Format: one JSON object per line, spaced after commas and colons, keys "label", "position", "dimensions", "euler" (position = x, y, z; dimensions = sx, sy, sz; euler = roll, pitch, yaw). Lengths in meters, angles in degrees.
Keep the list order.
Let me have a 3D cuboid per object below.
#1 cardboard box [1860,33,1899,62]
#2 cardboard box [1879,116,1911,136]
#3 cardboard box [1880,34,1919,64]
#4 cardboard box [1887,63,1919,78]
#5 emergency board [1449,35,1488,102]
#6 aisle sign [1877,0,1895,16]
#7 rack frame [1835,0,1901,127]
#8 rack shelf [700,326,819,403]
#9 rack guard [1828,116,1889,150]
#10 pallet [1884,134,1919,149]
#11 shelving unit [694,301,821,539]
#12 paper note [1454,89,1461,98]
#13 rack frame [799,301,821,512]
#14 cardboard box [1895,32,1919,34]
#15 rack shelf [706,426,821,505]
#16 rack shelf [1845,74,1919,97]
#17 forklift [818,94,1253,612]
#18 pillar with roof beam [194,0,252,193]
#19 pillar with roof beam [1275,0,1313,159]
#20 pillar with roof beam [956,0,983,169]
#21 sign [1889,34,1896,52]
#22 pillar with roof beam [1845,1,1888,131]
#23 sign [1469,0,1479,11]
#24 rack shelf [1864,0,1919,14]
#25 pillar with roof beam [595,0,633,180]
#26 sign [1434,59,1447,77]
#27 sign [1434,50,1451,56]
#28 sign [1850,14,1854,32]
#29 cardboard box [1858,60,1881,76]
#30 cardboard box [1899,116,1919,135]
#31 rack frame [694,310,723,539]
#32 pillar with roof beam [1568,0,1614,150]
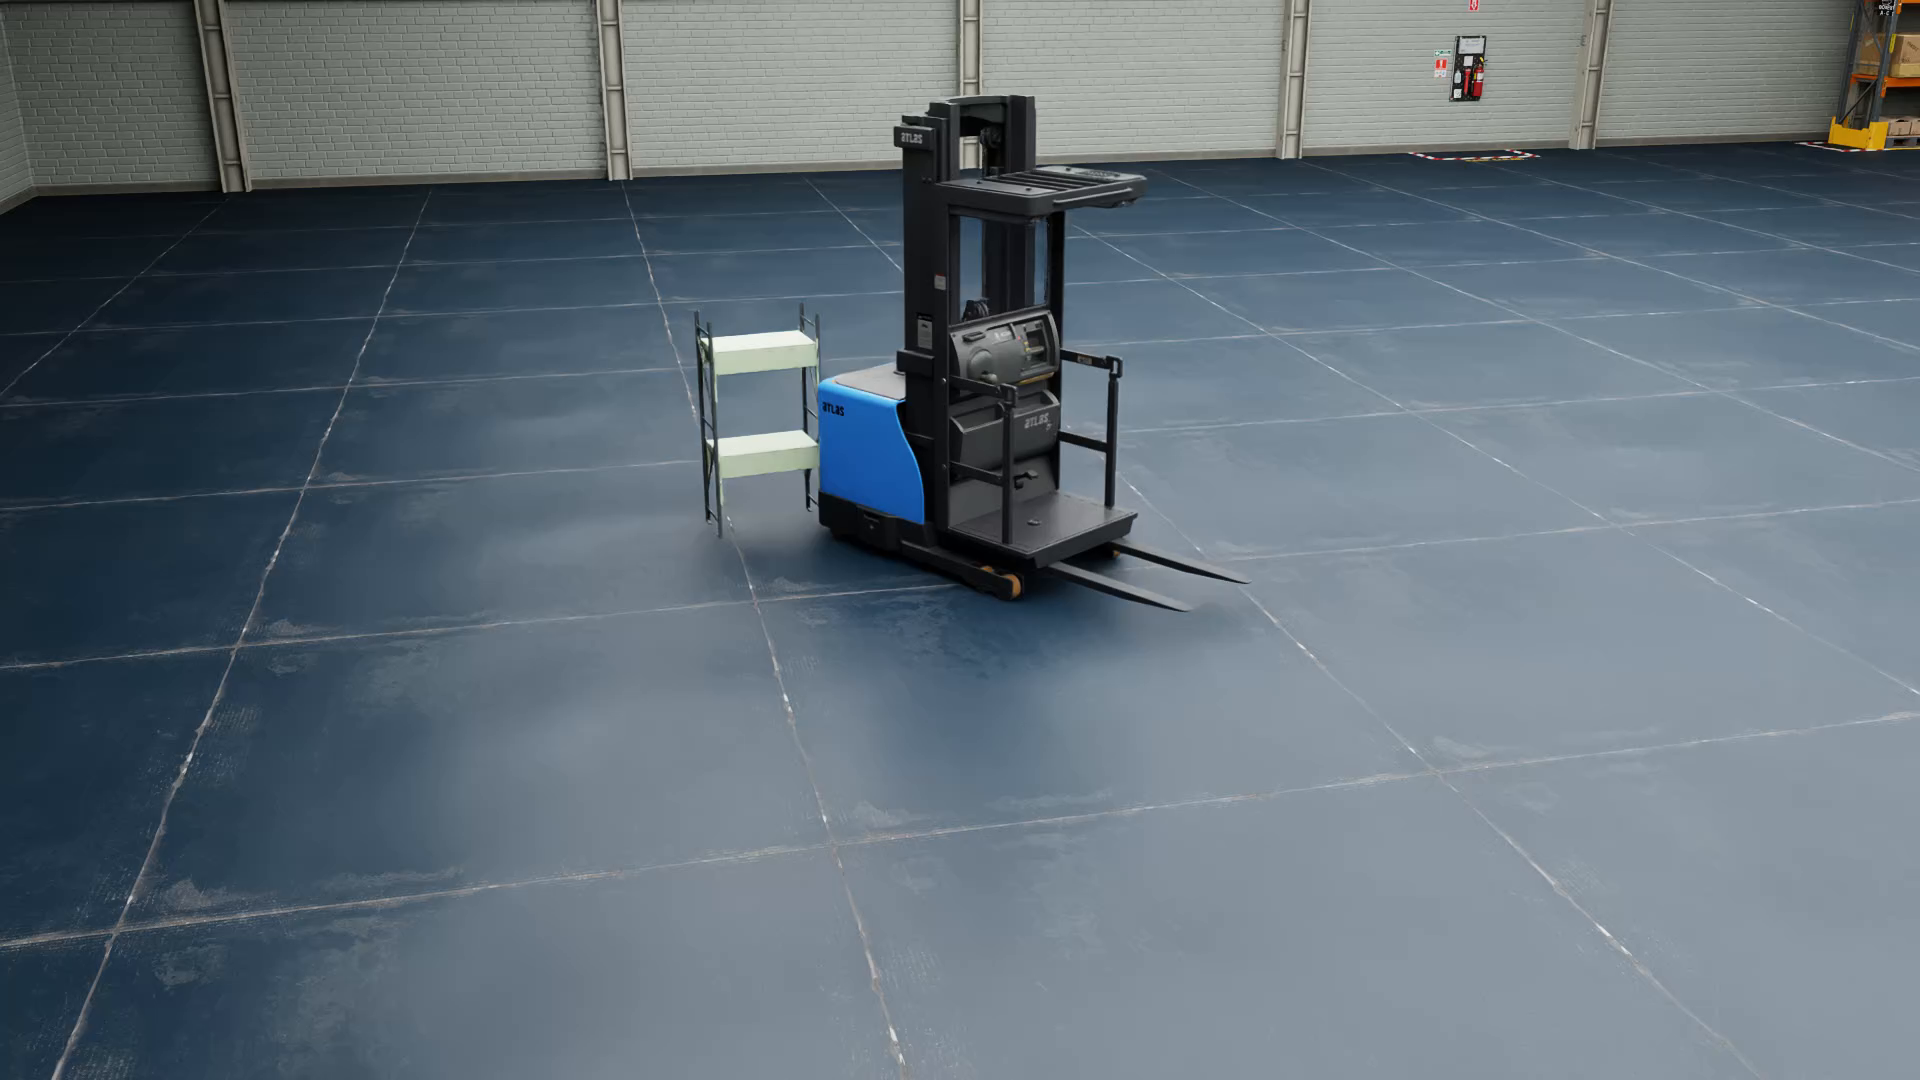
{"label": "cardboard box", "position": [17.605, -9.404, 31.724], "dimensions": [0.500, 0.500, 0.500], "euler": [-5, 21, -13]}
{"label": "cardboard box", "position": [17.889, -7.973, 31.989], "dimensions": [0.500, 0.311, 0.500], "euler": [-7, 21, -19]}
{"label": "cardboard box", "position": [17.729, -9.233, 31.257], "dimensions": [0.500, 0.500, 0.500], "euler": [-5, 21, -12]}
{"label": "cardboard box", "position": [17.743, -8.876, 31.372], "dimensions": [0.500, 0.250, 0.500], "euler": [-5, 21, -14]}
{"label": "emergency board", "position": [9.425, -8.692, 30.681], "dimensions": [0.643, 1.169, 0.194], "euler": [-5, 21, -12]}
{"label": "aisle sign", "position": [17.194, -10.119, 30.798], "dimensions": [0.004, 0.787, 0.394], "euler": [-5, 21, -12]}
{"label": "rack frame", "position": [17.195, -9.004, 31.535], "dimensions": [0.127, 3.000, 1.000], "euler": [-5, 21, -12]}
{"label": "rack shelf", "position": [-1.362, -1.192, 11.253], "dimensions": [0.720, 0.370, 0.431], "euler": [-8, 22, -21]}
{"label": "rack guard", "position": [17.269, -7.837, 31.981], "dimensions": [0.348, 0.500, 1.175], "euler": [-5, 21, -12]}
{"label": "pallet", "position": [18.068, -7.753, 32.174], "dimensions": [1.213, 0.211, 1.003], "euler": [-5, 21, -12]}
{"label": "shelving unit", "position": [-1.362, -0.826, 11.388], "dimensions": [0.755, 1.500, 0.431], "euler": [-8, 22, -21]}
{"label": "paper note", "position": [9.237, -8.287, 30.857], "dimensions": [0.142, 0.148, 0.016], "euler": [-5, 21, -12]}
{"label": "rack frame", "position": [-1.022, -0.873, 11.516], "dimensions": [0.023, 1.500, 0.400], "euler": [-8, 22, -21]}
{"label": "cardboard box", "position": [18.097, -9.440, 31.824], "dimensions": [0.500, 0.500, 0.500], "euler": [-4, 21, -12]}
{"label": "rack shelf", "position": [-1.362, -0.520, 11.500], "dimensions": [0.720, 0.370, 0.431], "euler": [-8, 22, -21]}
{"label": "rack shelf", "position": [19.142, -8.825, 32.091], "dimensions": [4.000, 0.370, 1.077], "euler": [-5, 21, -12]}
{"label": "forklift", "position": [0.442, -1.201, 10.333], "dimensions": [3.031, 2.935, 1.130], "euler": [18, 27, 41]}
{"label": "pillar with roof beam", "position": [-10.527, -8.351, 21.029], "dimensions": [0.400, 9.000, 9.100], "euler": [-5, 21, -12]}
{"label": "pillar with roof beam", "position": [6.990, -9.775, 24.918], "dimensions": [0.400, 9.000, 9.100], "euler": [-5, 21, -12]}
{"label": "pillar with roof beam", "position": [1.151, -9.301, 23.621], "dimensions": [0.400, 9.000, 9.100], "euler": [-5, 21, -12]}
{"label": "sign", "position": [17.320, -9.229, 30.890], "dimensions": [0.005, 0.325, 0.100], "euler": [-5, 21, -12]}
{"label": "pillar with roof beam", "position": [18.668, -10.725, 27.511], "dimensions": [0.400, 9.000, 9.100], "euler": [-5, 21, -12]}
{"label": "sign", "position": [9.394, -9.813, 30.371], "dimensions": [0.199, 0.298, 0.001], "euler": [-5, 21, -12]}
{"label": "rack shelf", "position": [19.142, -10.233, 31.575], "dimensions": [4.000, 0.370, 1.077], "euler": [-5, 21, -12]}
{"label": "pillar with roof beam", "position": [-4.688, -8.826, 22.325], "dimensions": [0.400, 9.000, 9.100], "euler": [-5, 21, -12]}
{"label": "sign", "position": [8.863, -8.699, 30.649], "dimensions": [0.234, 0.329, 0.001], "euler": [-5, 21, -12]}
{"label": "sign", "position": [8.869, -8.945, 30.551], "dimensions": [0.331, 0.109, 0.001], "euler": [-5, 21, -12]}
{"label": "sign", "position": [17.087, -9.884, 31.793], "dimensions": [0.005, 0.325, 0.100], "euler": [-5, 21, -12]}
{"label": "cardboard box", "position": [17.605, -9.045, 31.835], "dimensions": [0.500, 0.250, 0.500], "euler": [-4, 21, -12]}
{"label": "cardboard box", "position": [18.444, -8.018, 32.112], "dimensions": [0.500, 0.311, 0.500], "euler": [-3, 20, -8]}
{"label": "rack frame", "position": [-1.701, -0.779, 11.259], "dimensions": [0.023, 1.500, 0.400], "euler": [-8, 22, -21]}
{"label": "pillar with roof beam", "position": [12.829, -10.250, 26.214], "dimensions": [0.400, 9.000, 9.100], "euler": [-5, 21, -12]}
